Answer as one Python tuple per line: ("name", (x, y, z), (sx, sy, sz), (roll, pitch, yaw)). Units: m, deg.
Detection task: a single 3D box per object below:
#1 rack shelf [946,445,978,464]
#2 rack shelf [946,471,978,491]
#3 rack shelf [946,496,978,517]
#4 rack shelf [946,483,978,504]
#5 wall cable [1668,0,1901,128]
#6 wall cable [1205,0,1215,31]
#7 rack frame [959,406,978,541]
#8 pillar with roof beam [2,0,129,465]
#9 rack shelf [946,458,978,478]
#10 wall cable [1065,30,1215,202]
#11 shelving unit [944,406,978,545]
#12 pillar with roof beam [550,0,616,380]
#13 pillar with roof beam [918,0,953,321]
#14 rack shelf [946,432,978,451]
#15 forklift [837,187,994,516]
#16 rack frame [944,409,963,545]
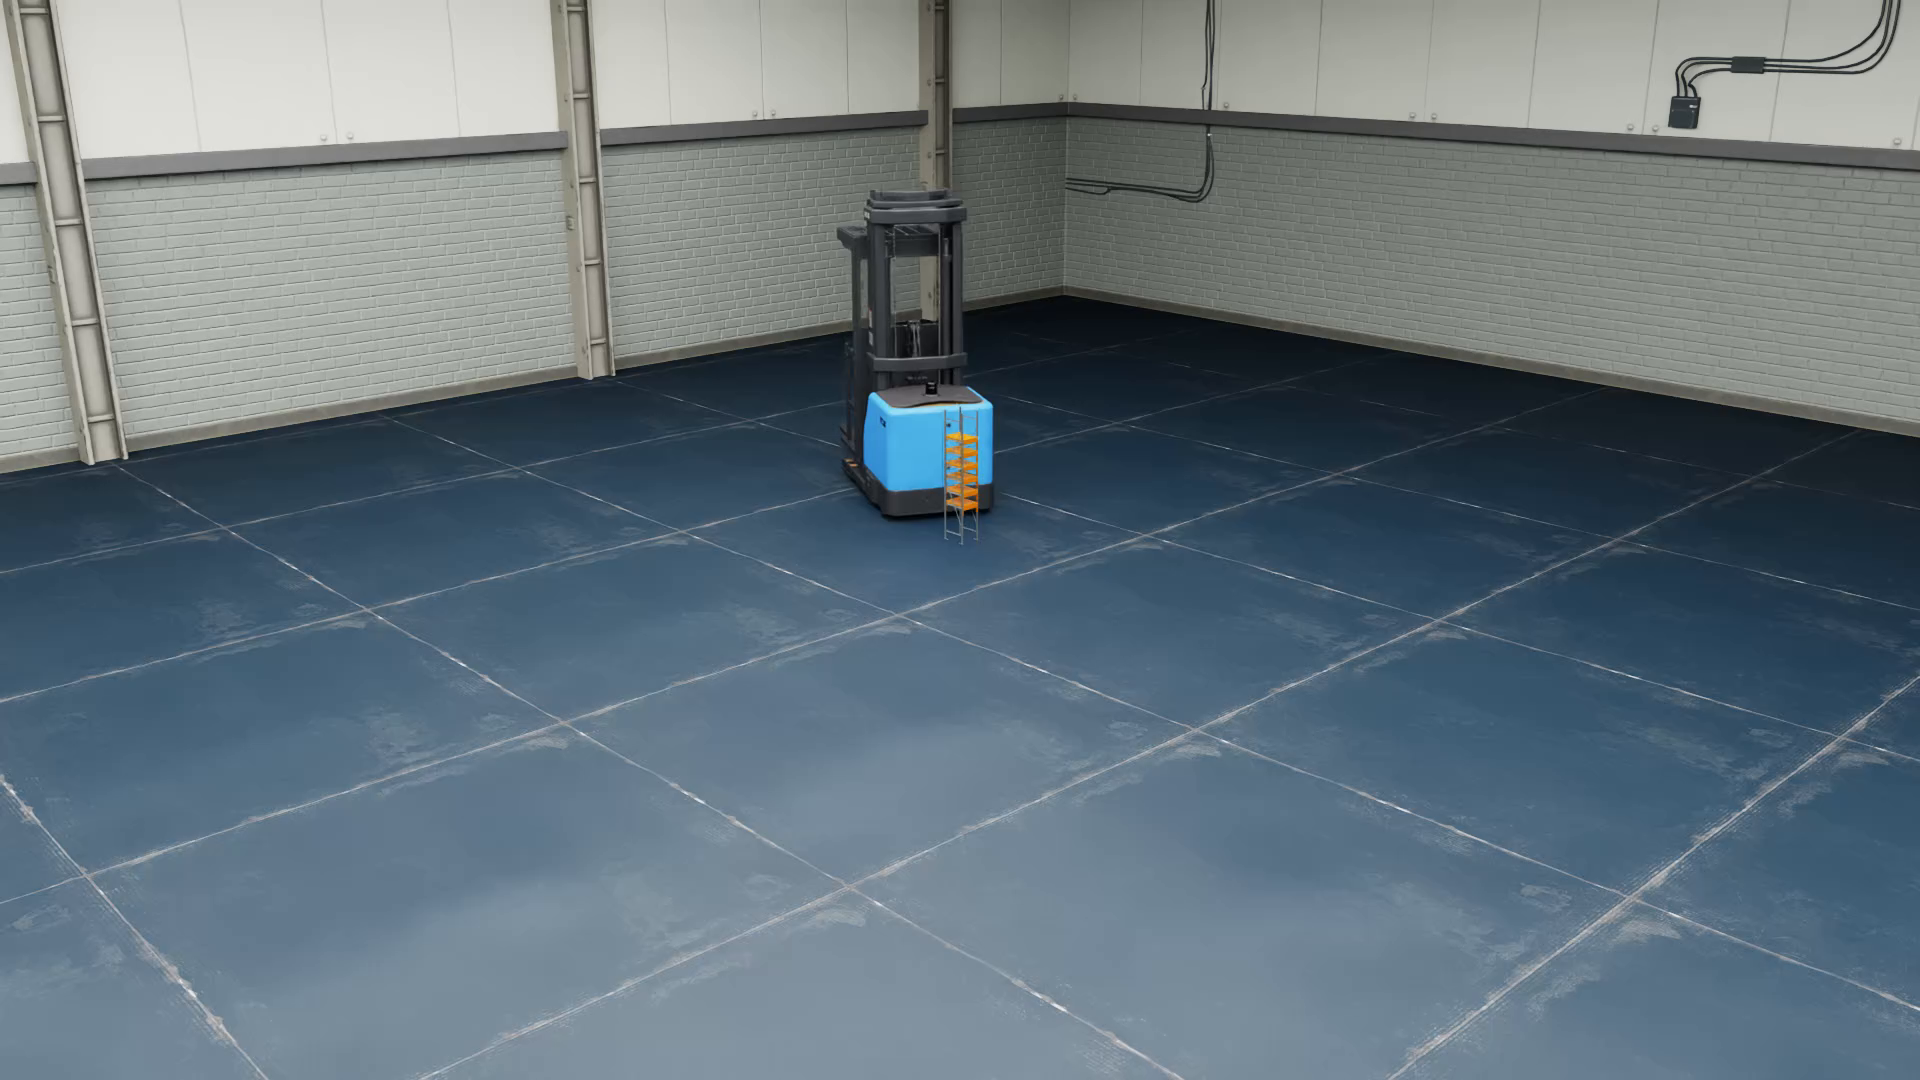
("rack shelf", (0.011, -0.760, 14.749), (0.180, 0.103, 0.258), (-16, 24, -41))
("rack shelf", (0.011, -0.532, 14.823), (0.180, 0.103, 0.258), (-16, 24, -41))
("rack shelf", (0.011, -0.303, 14.897), (0.180, 0.103, 0.258), (-16, 24, -41))
("rack shelf", (0.011, -0.417, 14.860), (0.180, 0.103, 0.258), (-16, 24, -41))
("wall cable", (9.204, -7.498, 18.005), (0.169, 6.003, 2.305), (-16, 24, -41))
("wall cable", (4.552, -8.330, 22.931), (0.112, 2.526, 3.097), (-16, 24, -41))
("rack frame", (0.077, -0.593, 14.869), (0.006, 1.200, 0.240), (-16, 24, -41))
("pillar with roof beam", (-6.117, -4.175, 13.272), (0.400, 9.000, 9.100), (-16, 24, -41))
("rack shelf", (0.011, -0.646, 14.786), (0.180, 0.103, 0.258), (-16, 24, -41))
("wall cable", (2.693, -6.534, 25.580), (0.112, 2.526, 3.097), (-16, 24, -41))
("shelving unit", (0.011, -0.574, 14.809), (0.189, 1.200, 0.258), (-16, 24, -41))
("pillar with roof beam", (-1.758, -5.447, 17.193), (0.400, 9.000, 9.100), (-16, 24, -41))
("pillar with roof beam", (2.602, -6.718, 21.114), (0.400, 9.000, 9.100), (-16, 24, -41))
("rack shelf", (0.011, -0.874, 14.712), (0.180, 0.103, 0.258), (-16, 24, -41))
("forklift", (-0.578, -2.032, 16.500), (1.130, 2.935, 3.031), (-5, 19, -15))
("rack frame", (-0.056, -0.554, 14.749), (0.006, 1.200, 0.240), (-16, 24, -41))
